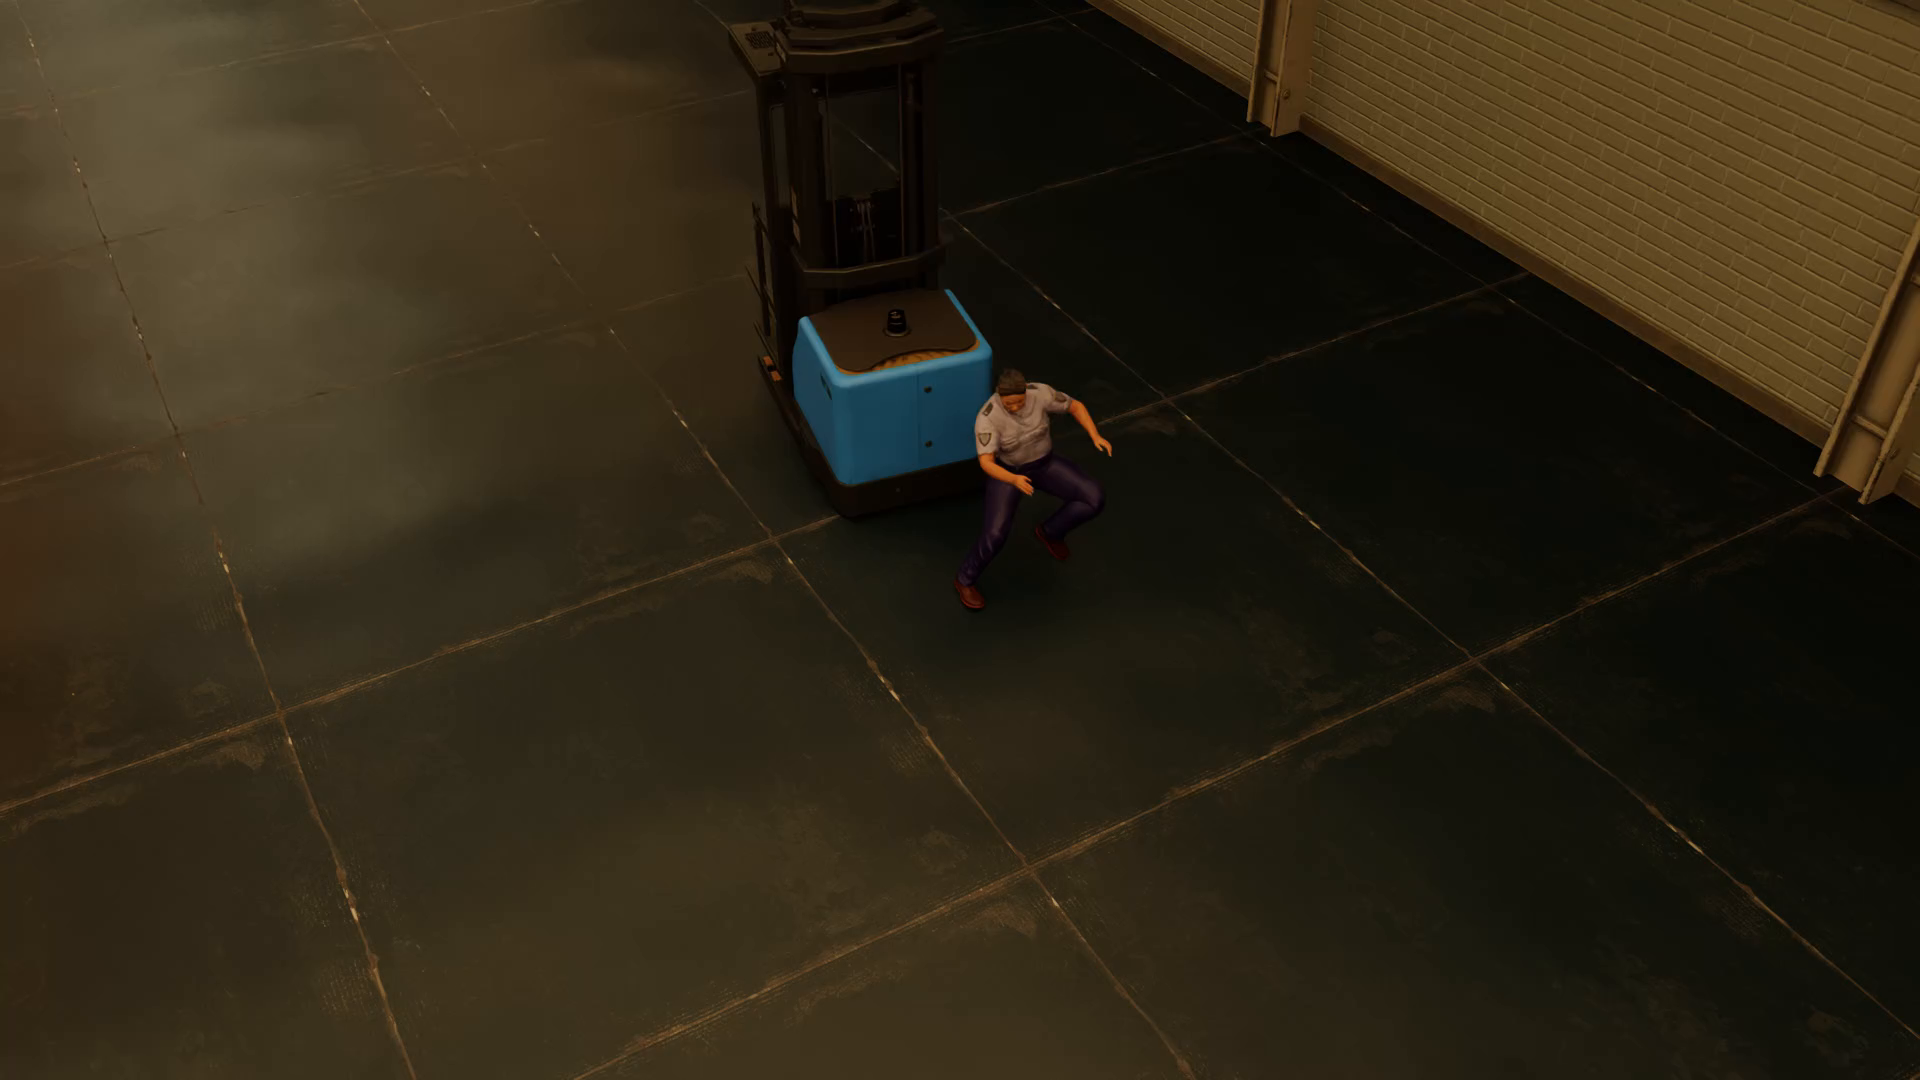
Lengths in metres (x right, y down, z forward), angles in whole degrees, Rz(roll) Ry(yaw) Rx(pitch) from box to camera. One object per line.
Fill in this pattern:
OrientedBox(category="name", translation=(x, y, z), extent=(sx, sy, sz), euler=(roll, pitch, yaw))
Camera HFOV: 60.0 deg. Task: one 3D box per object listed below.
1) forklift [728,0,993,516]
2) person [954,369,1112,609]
OrientedBox(category="forklift", translation=(-0.773, -2.224, 10.717), extent=(1.130, 2.935, 3.031), euler=(-13, 42, -16))
OrientedBox(category="person", translation=(0.404, -0.326, 9.612), extent=(0.909, 1.413, 0.740), euler=(-14, 42, -16))
